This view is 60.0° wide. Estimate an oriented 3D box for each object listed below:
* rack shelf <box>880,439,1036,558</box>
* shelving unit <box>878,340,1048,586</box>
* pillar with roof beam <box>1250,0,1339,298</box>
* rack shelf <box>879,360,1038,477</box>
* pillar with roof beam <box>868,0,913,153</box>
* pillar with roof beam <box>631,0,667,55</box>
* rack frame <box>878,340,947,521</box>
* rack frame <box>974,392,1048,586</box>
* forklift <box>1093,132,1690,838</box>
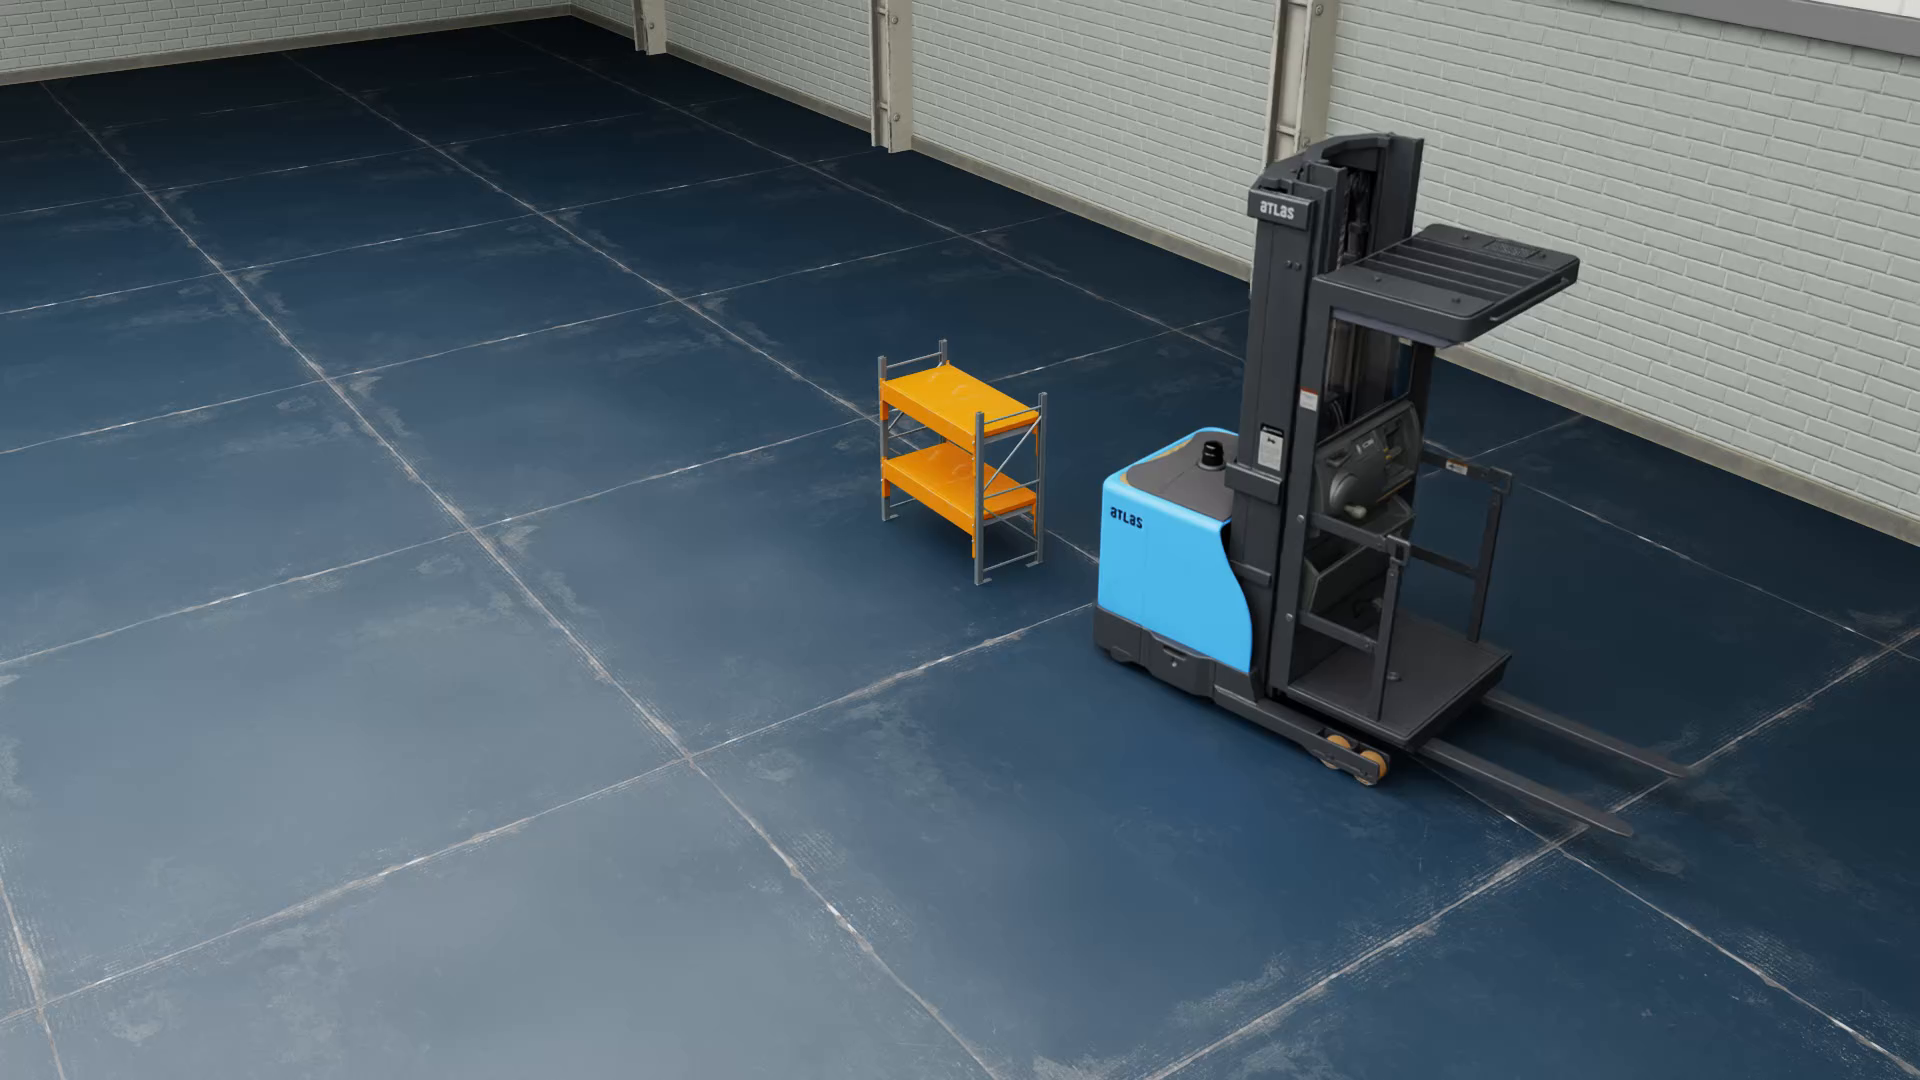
[{"bbox_3d":[0.004,-0.277,10.320,0.538,0.278,1.000,-19,34,-31],"label":"rack shelf"},{"bbox_3d":[0.004,-0.492,10.203,0.538,1.125,1.048,-19,34,-31],"label":"shelving unit"},{"bbox_3d":[-0.778,-4.813,9.910,9.100,9.000,0.400,-19,34,-31],"label":"pillar with roof beam"},{"bbox_3d":[0.004,-0.749,10.064,0.538,0.278,1.000,-19,34,-31],"label":"rack shelf"},{"bbox_3d":[-4.258,-7.146,14.205,9.100,9.000,0.400,-19,34,-31],"label":"pillar with roof beam"},{"bbox_3d":[-7.738,-9.478,18.500,9.100,9.000,0.400,-19,34,-31],"label":"pillar with roof beam"},{"bbox_3d":[-0.291,-0.689,10.567,0.500,1.125,0.032,-19,34,-31],"label":"rack frame"},{"bbox_3d":[0.299,-0.294,9.839,0.500,1.125,0.032,-19,34,-31],"label":"rack frame"},{"bbox_3d":[2.163,-0.356,8.062,3.031,2.935,1.130,24,37,37],"label":"forklift"}]
